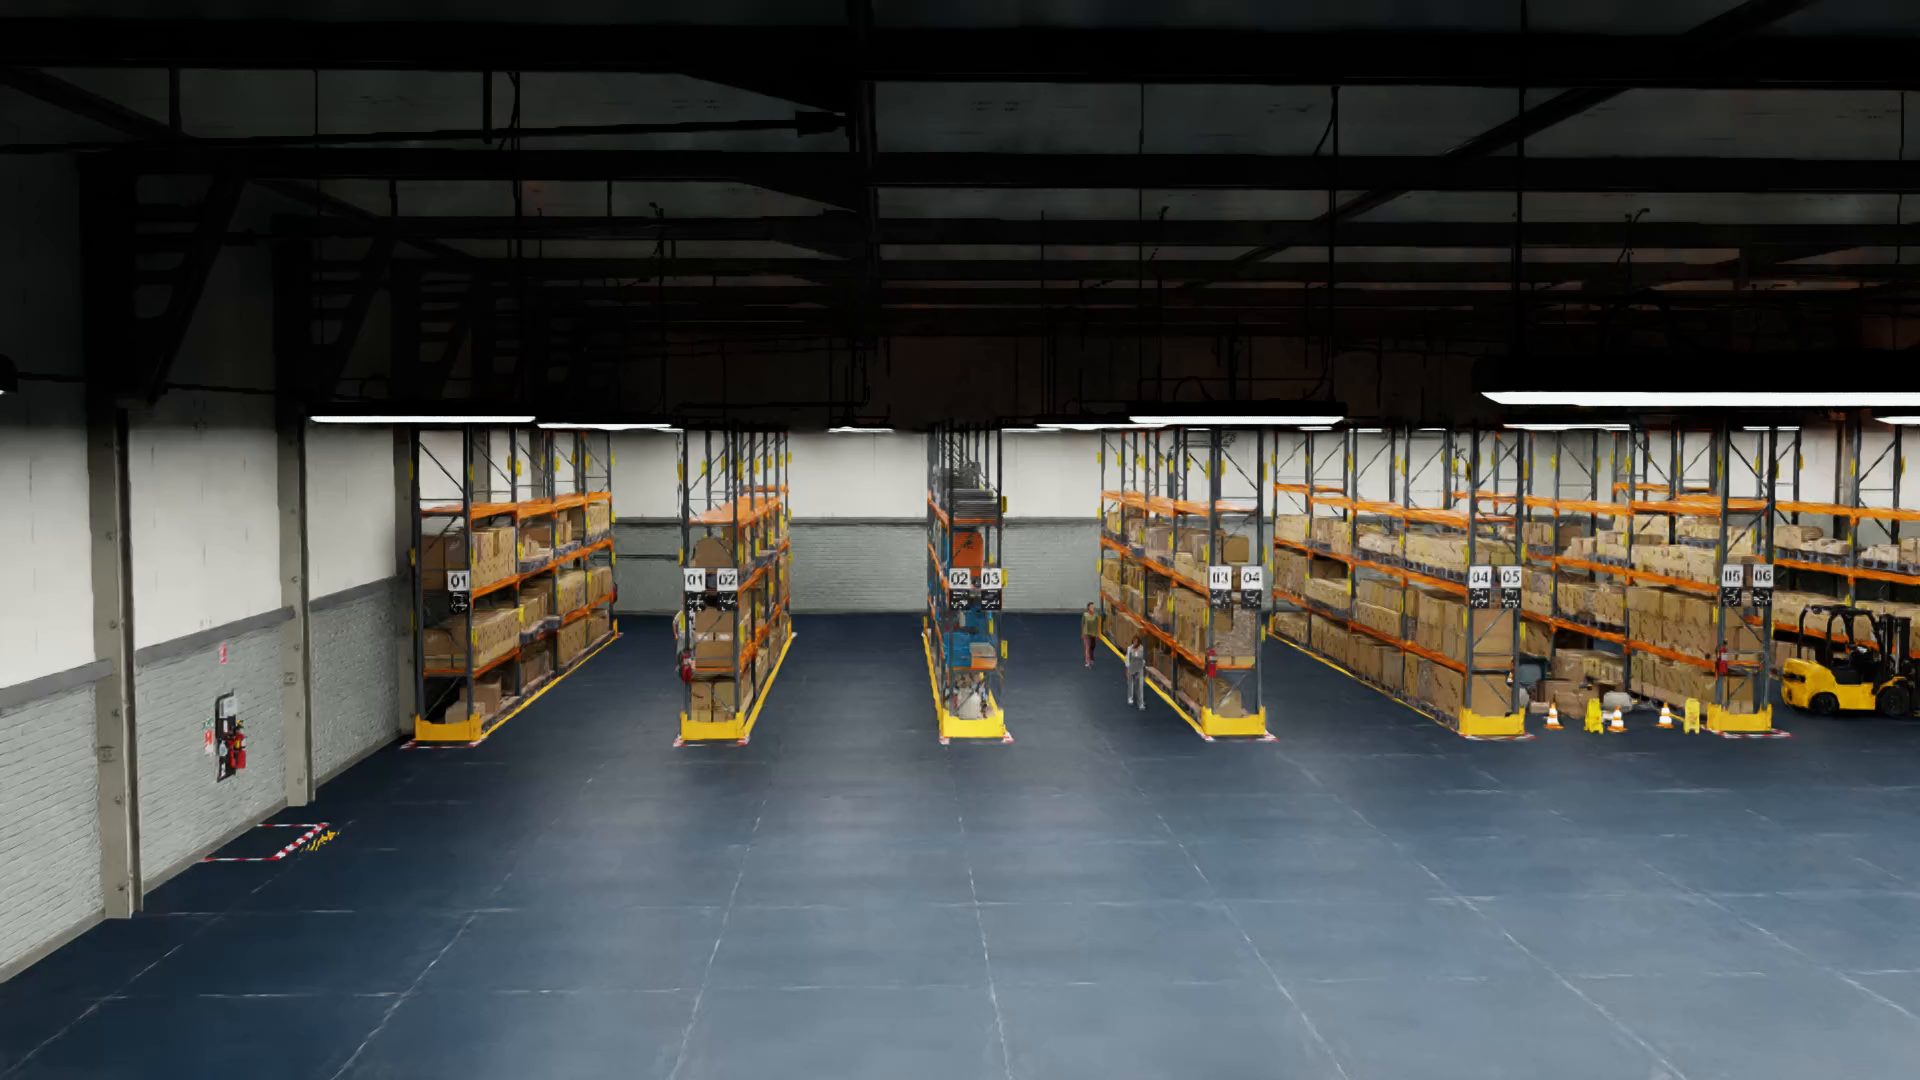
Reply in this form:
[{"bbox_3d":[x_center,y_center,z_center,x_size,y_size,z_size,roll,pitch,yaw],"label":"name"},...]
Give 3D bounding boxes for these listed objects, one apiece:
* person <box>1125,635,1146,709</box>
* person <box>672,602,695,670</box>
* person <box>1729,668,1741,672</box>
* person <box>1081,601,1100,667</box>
[{"bbox_3d":[3.652,2.727,34.719,0.417,1.517,1.036,0,4,0],"label":"person"},{"bbox_3d":[-6.594,2.307,40.056,0.666,1.715,0.536,0,4,-4],"label":"person"},{"bbox_3d":[16.571,2.591,35.673,0.532,1.667,0.573,2,4,30],"label":"person"},{"bbox_3d":[3.223,2.296,40.849,0.446,1.591,1.110,0,4,-5],"label":"person"}]
